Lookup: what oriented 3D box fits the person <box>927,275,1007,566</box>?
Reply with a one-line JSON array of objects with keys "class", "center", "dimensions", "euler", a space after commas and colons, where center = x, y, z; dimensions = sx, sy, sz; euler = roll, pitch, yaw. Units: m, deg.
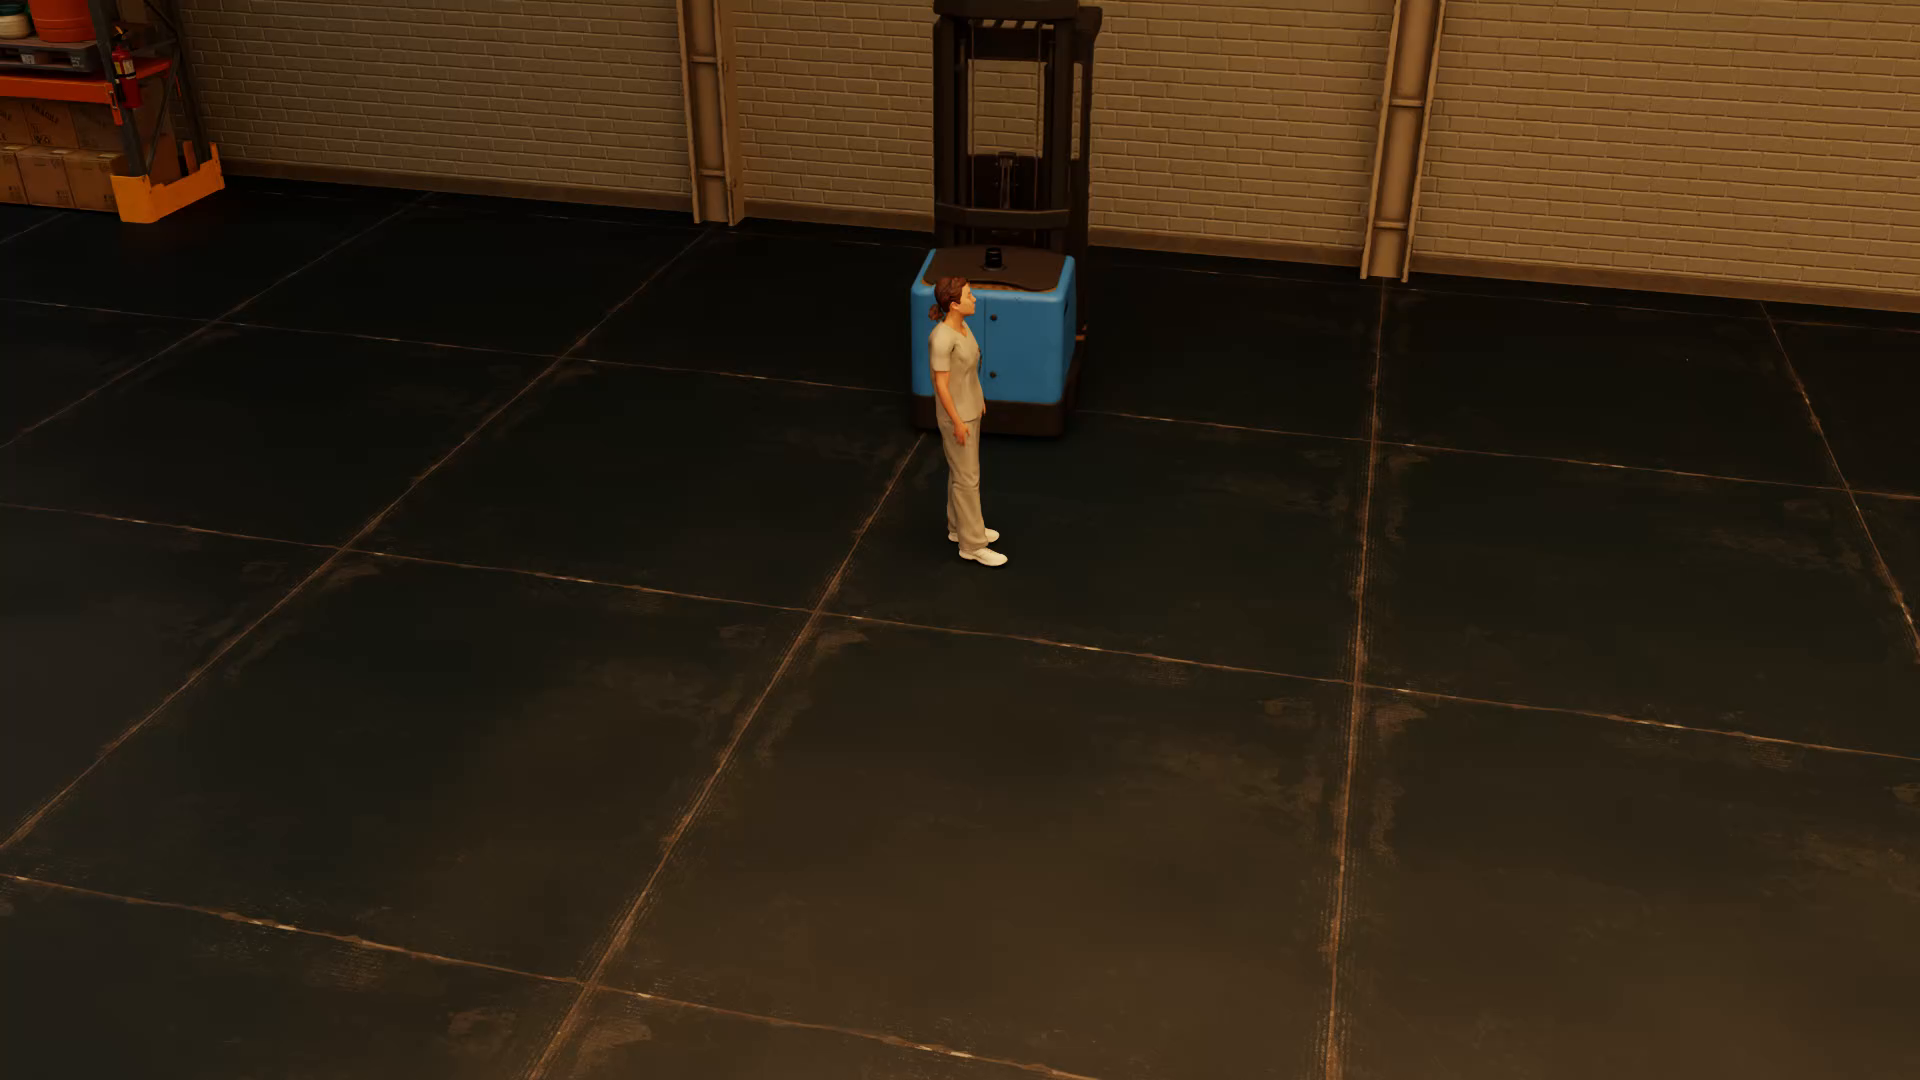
[{"class": "person", "center": [0.068, -0.720, 9.700], "dimensions": [0.549, 1.675, 0.549], "euler": [7, 30, 12]}]

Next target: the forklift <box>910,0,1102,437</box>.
[{"class": "forklift", "center": [0.398, -2.679, 11.899], "dimensions": [1.130, 2.935, 3.031], "euler": [4, 30, 8]}]
